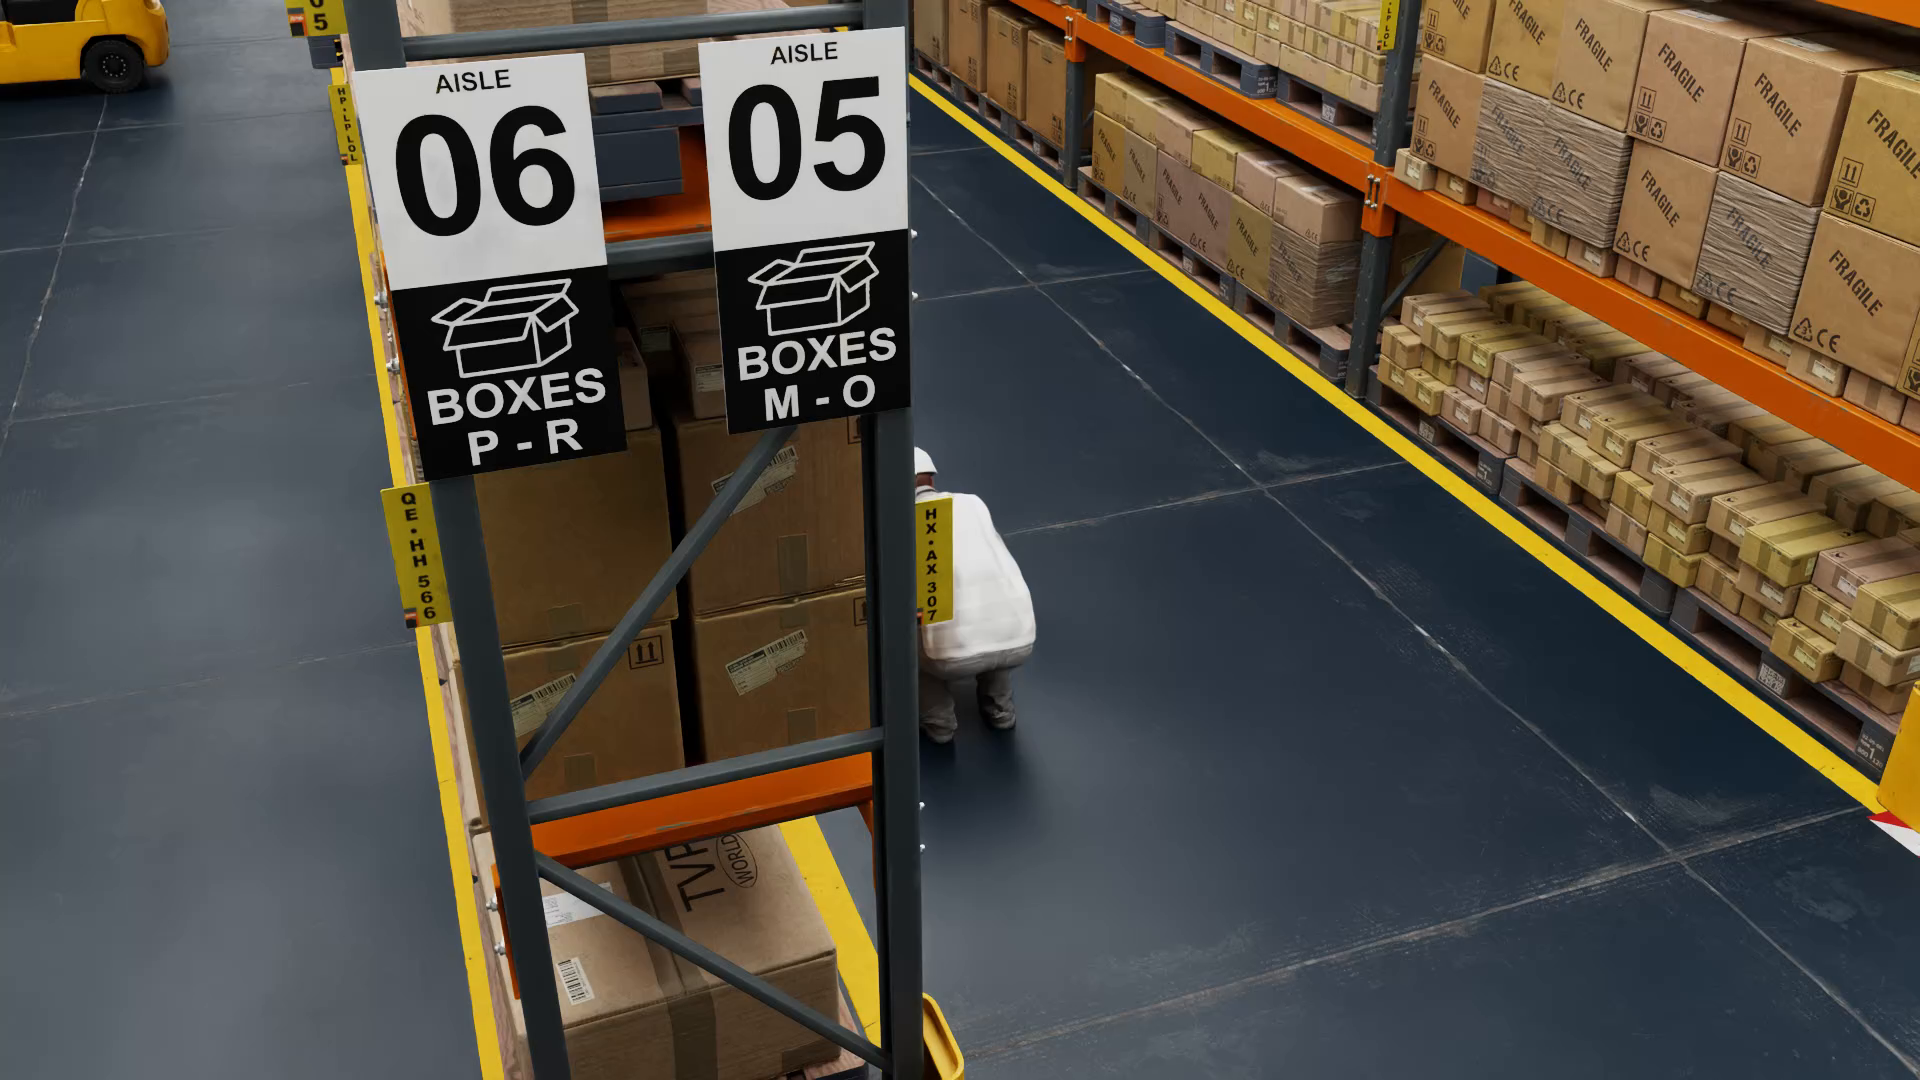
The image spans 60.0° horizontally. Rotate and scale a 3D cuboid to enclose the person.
[{"bbox_3d":[-0.048,0.216,6.493,0.522,1.024,0.861,-11,32,-19],"label":"person"}]
